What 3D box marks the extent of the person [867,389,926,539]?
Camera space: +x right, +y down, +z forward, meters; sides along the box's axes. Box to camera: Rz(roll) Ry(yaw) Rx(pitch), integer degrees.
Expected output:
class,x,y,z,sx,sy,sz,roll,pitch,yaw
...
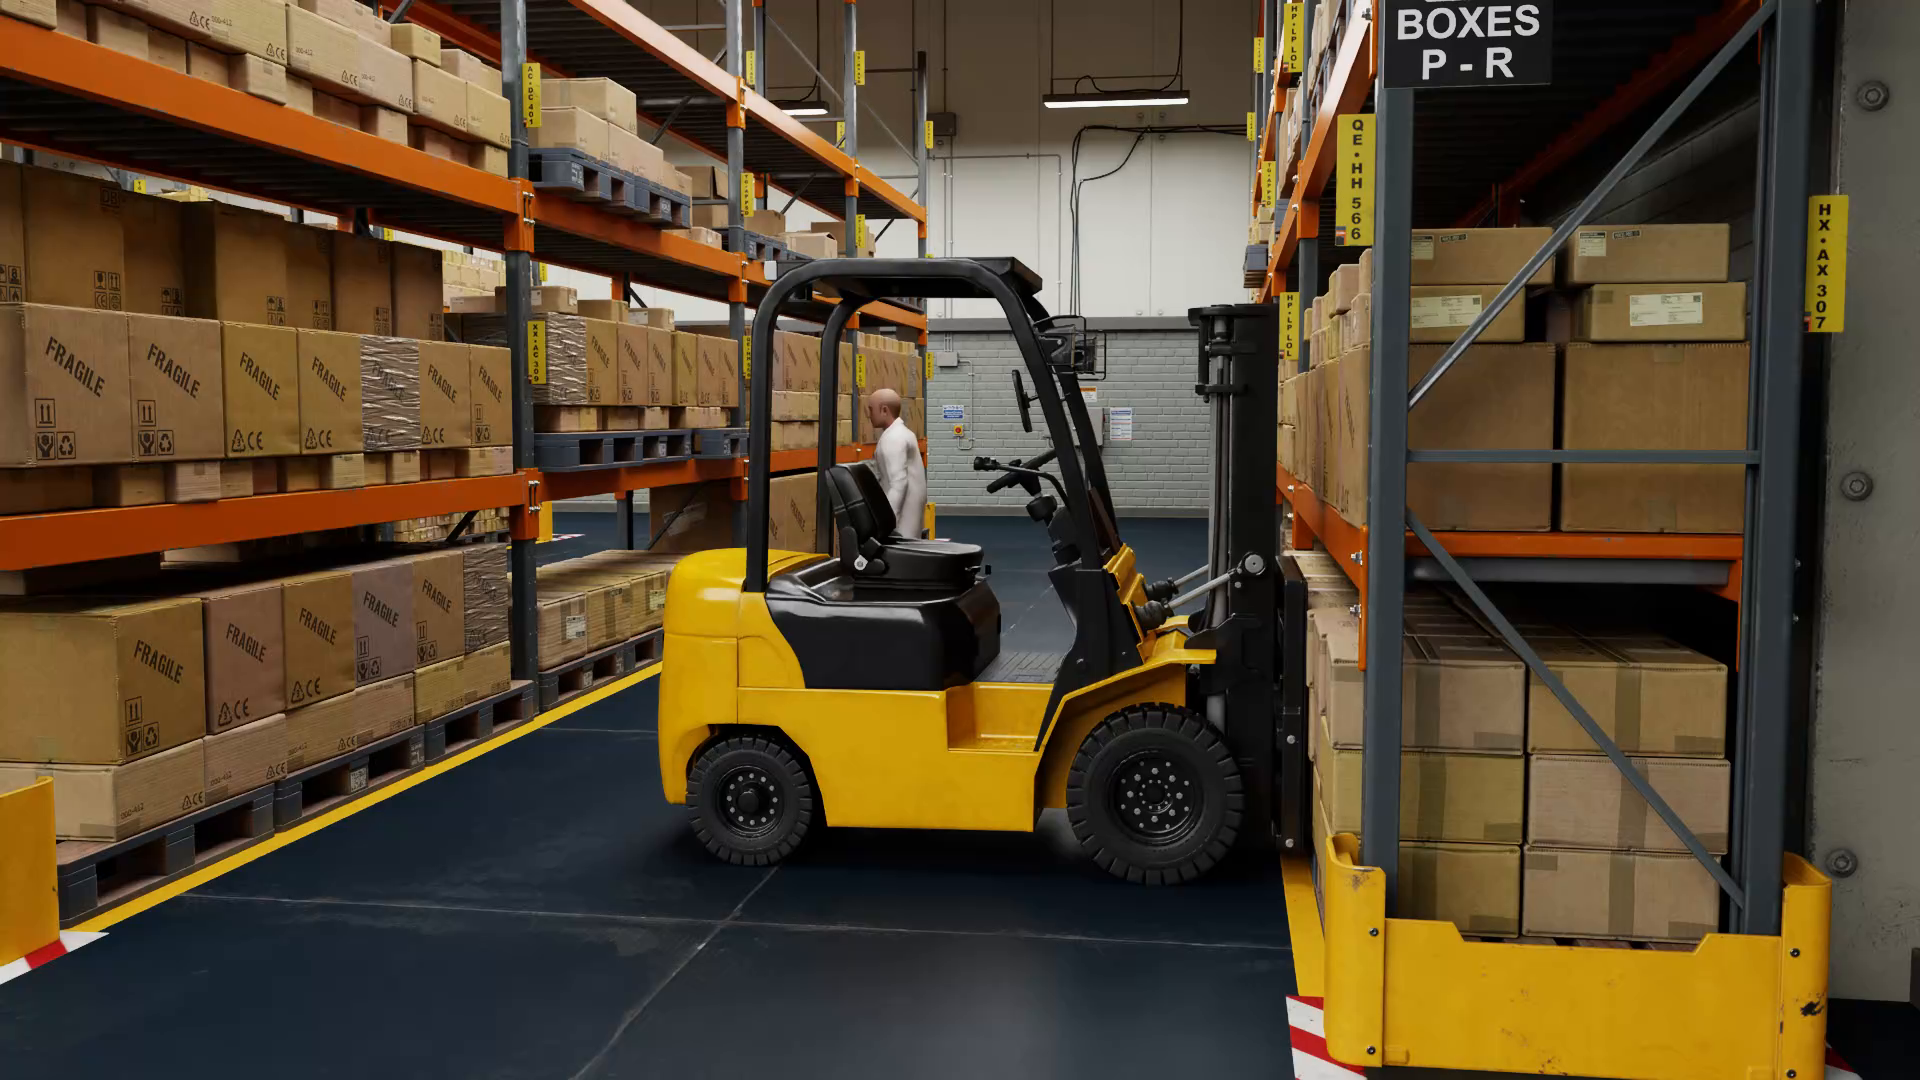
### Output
class,x,y,z,sx,sy,sz,roll,pitch,yaw
person,-0.435,-0.089,10.750,0.422,1.773,0.652,0,4,5
